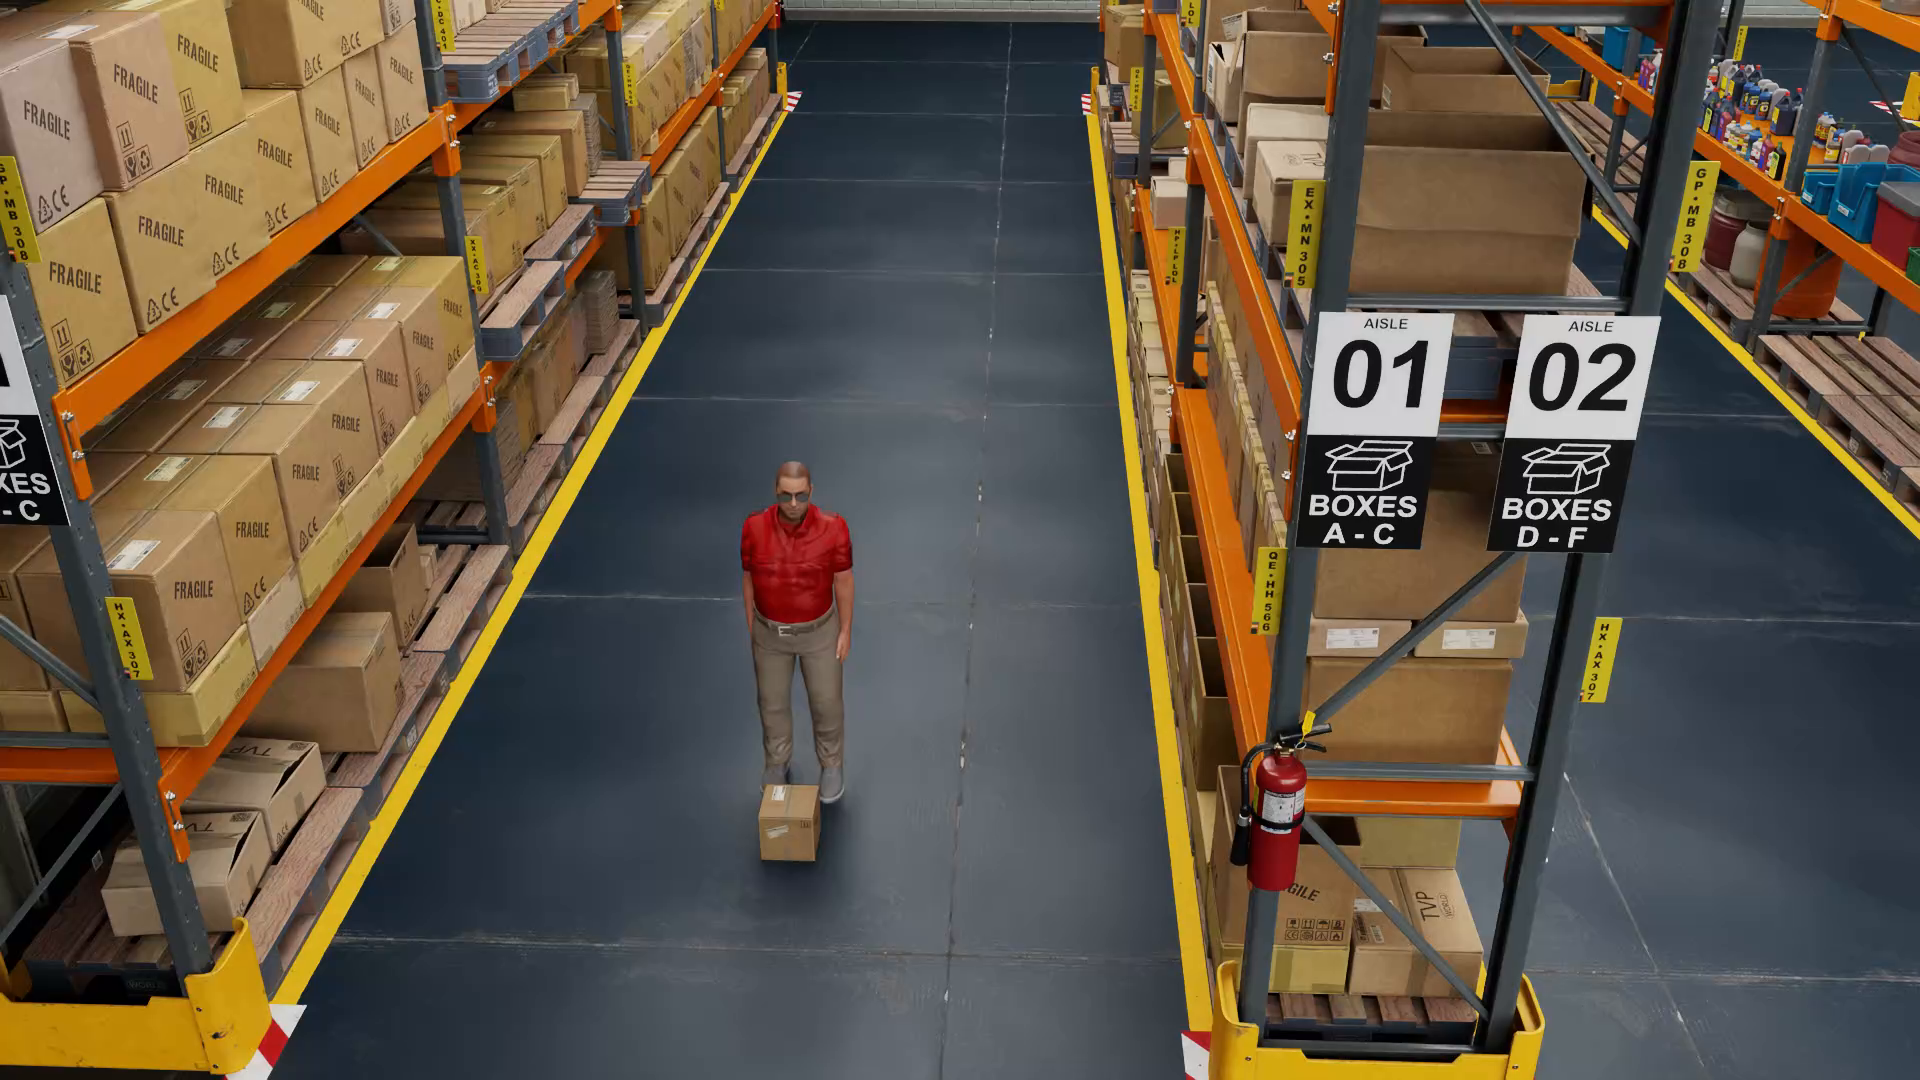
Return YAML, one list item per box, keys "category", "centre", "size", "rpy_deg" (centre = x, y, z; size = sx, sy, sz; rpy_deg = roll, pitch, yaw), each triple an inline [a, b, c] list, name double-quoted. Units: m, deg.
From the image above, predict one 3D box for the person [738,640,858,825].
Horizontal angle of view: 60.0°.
- category: "person"
  centre: [-0.750, 0.830, 7.885]
  size: [0.567, 0.968, 0.876]
  rpy_deg: [1, 28, 2]
